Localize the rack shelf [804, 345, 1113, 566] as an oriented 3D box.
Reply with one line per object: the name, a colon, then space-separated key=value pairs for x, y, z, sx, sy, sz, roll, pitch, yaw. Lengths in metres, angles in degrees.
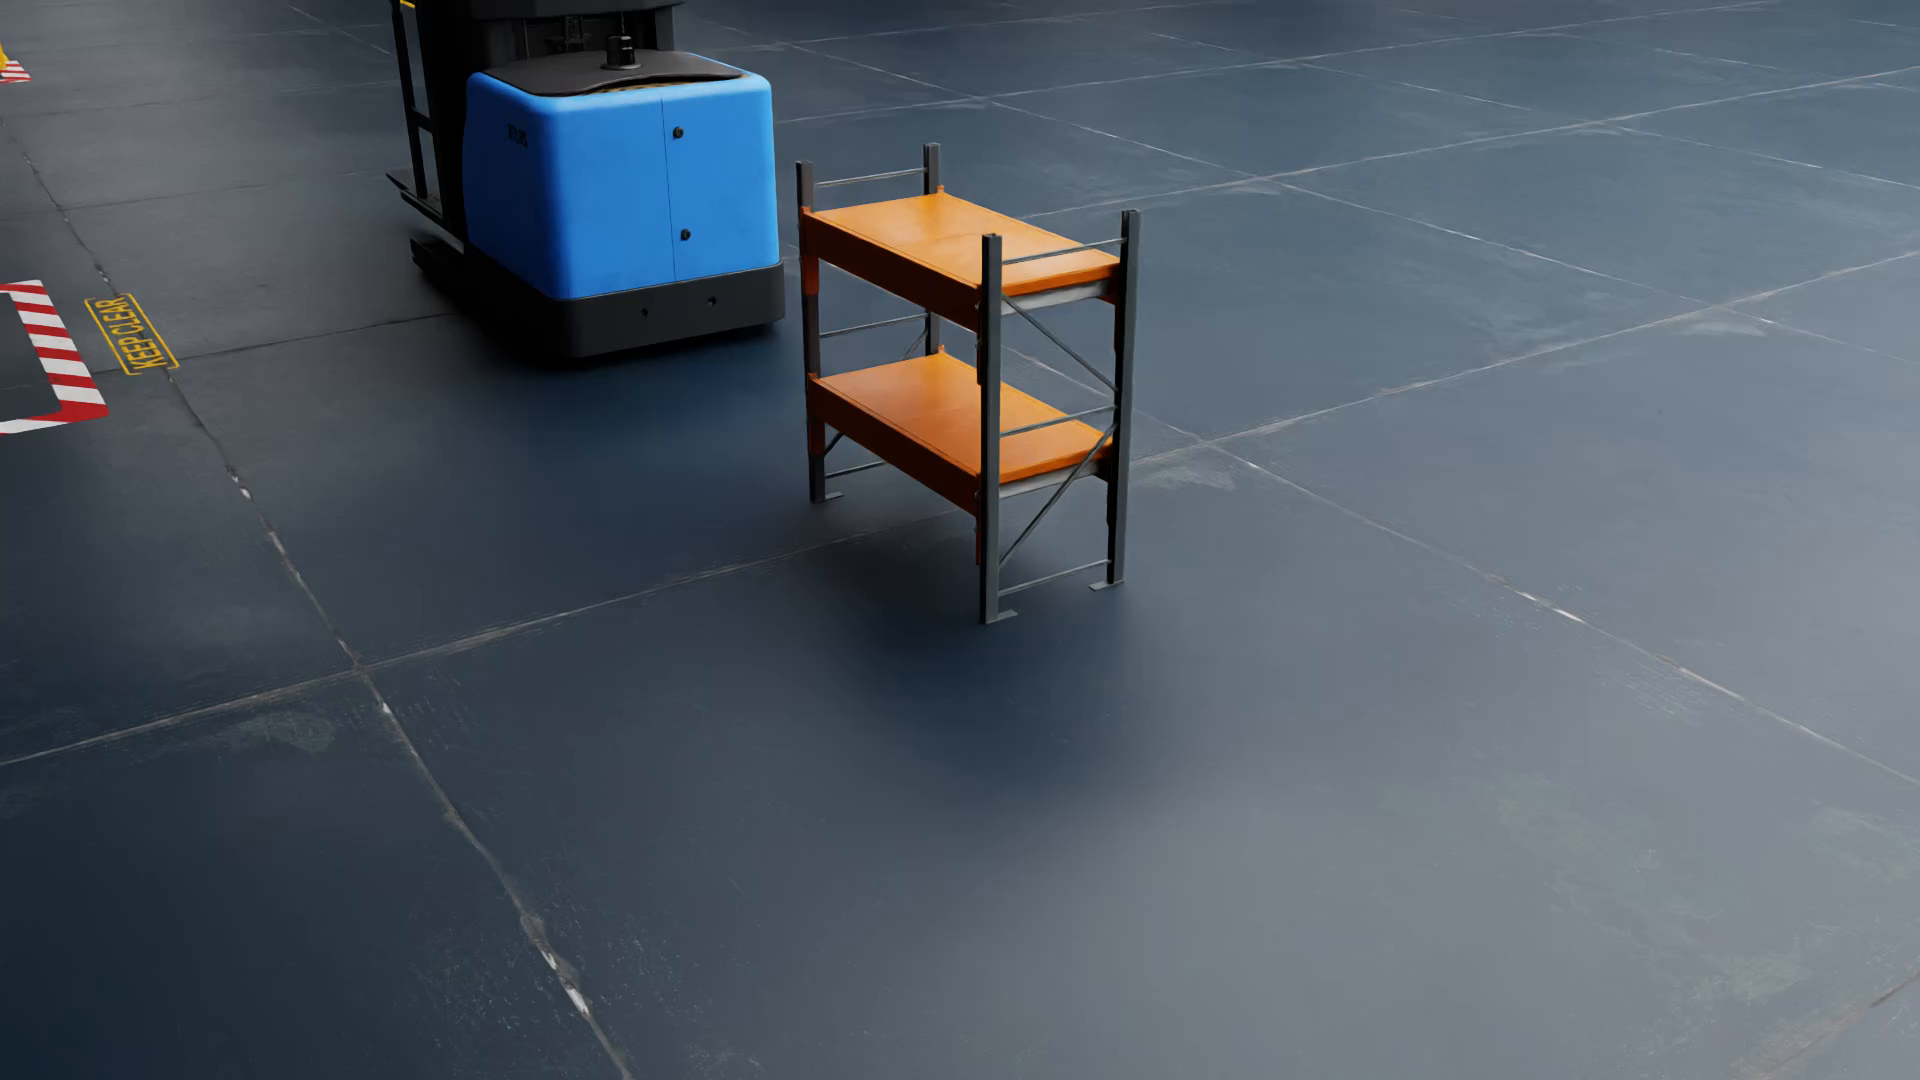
rack shelf: x=-0.004 y=-0.290 z=5.119 sx=0.538 sy=0.278 sz=1.000 roll=-16 pitch=29 yaw=-30

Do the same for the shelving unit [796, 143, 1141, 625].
shelving unit: x=-0.004 y=-0.511 z=5.015 sx=0.538 sy=1.125 sz=1.048 roll=-16 pitch=29 yaw=-30

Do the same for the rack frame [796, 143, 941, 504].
rack frame: x=-0.281 y=-0.693 z=5.400 sx=0.500 sy=1.125 sz=0.032 roll=-16 pitch=29 yaw=-30

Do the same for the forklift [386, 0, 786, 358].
forklift: x=-1.966 y=-2.628 z=7.384 sx=1.130 sy=2.935 sz=3.031 roll=-15 pitch=29 yaw=-29

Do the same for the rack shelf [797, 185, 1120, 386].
rack shelf: x=-0.004 y=-0.776 z=4.890 sx=0.538 sy=0.278 sz=1.000 roll=-16 pitch=29 yaw=-30

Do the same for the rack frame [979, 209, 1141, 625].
rack frame: x=0.274 y=-0.329 z=4.630 sx=0.500 sy=1.125 sz=0.032 roll=-16 pitch=29 yaw=-30

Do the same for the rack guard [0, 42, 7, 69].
rack guard: x=-8.106 y=-3.872 z=12.867 sx=1.175 sy=0.500 sz=0.348 roll=-16 pitch=29 yaw=-30
